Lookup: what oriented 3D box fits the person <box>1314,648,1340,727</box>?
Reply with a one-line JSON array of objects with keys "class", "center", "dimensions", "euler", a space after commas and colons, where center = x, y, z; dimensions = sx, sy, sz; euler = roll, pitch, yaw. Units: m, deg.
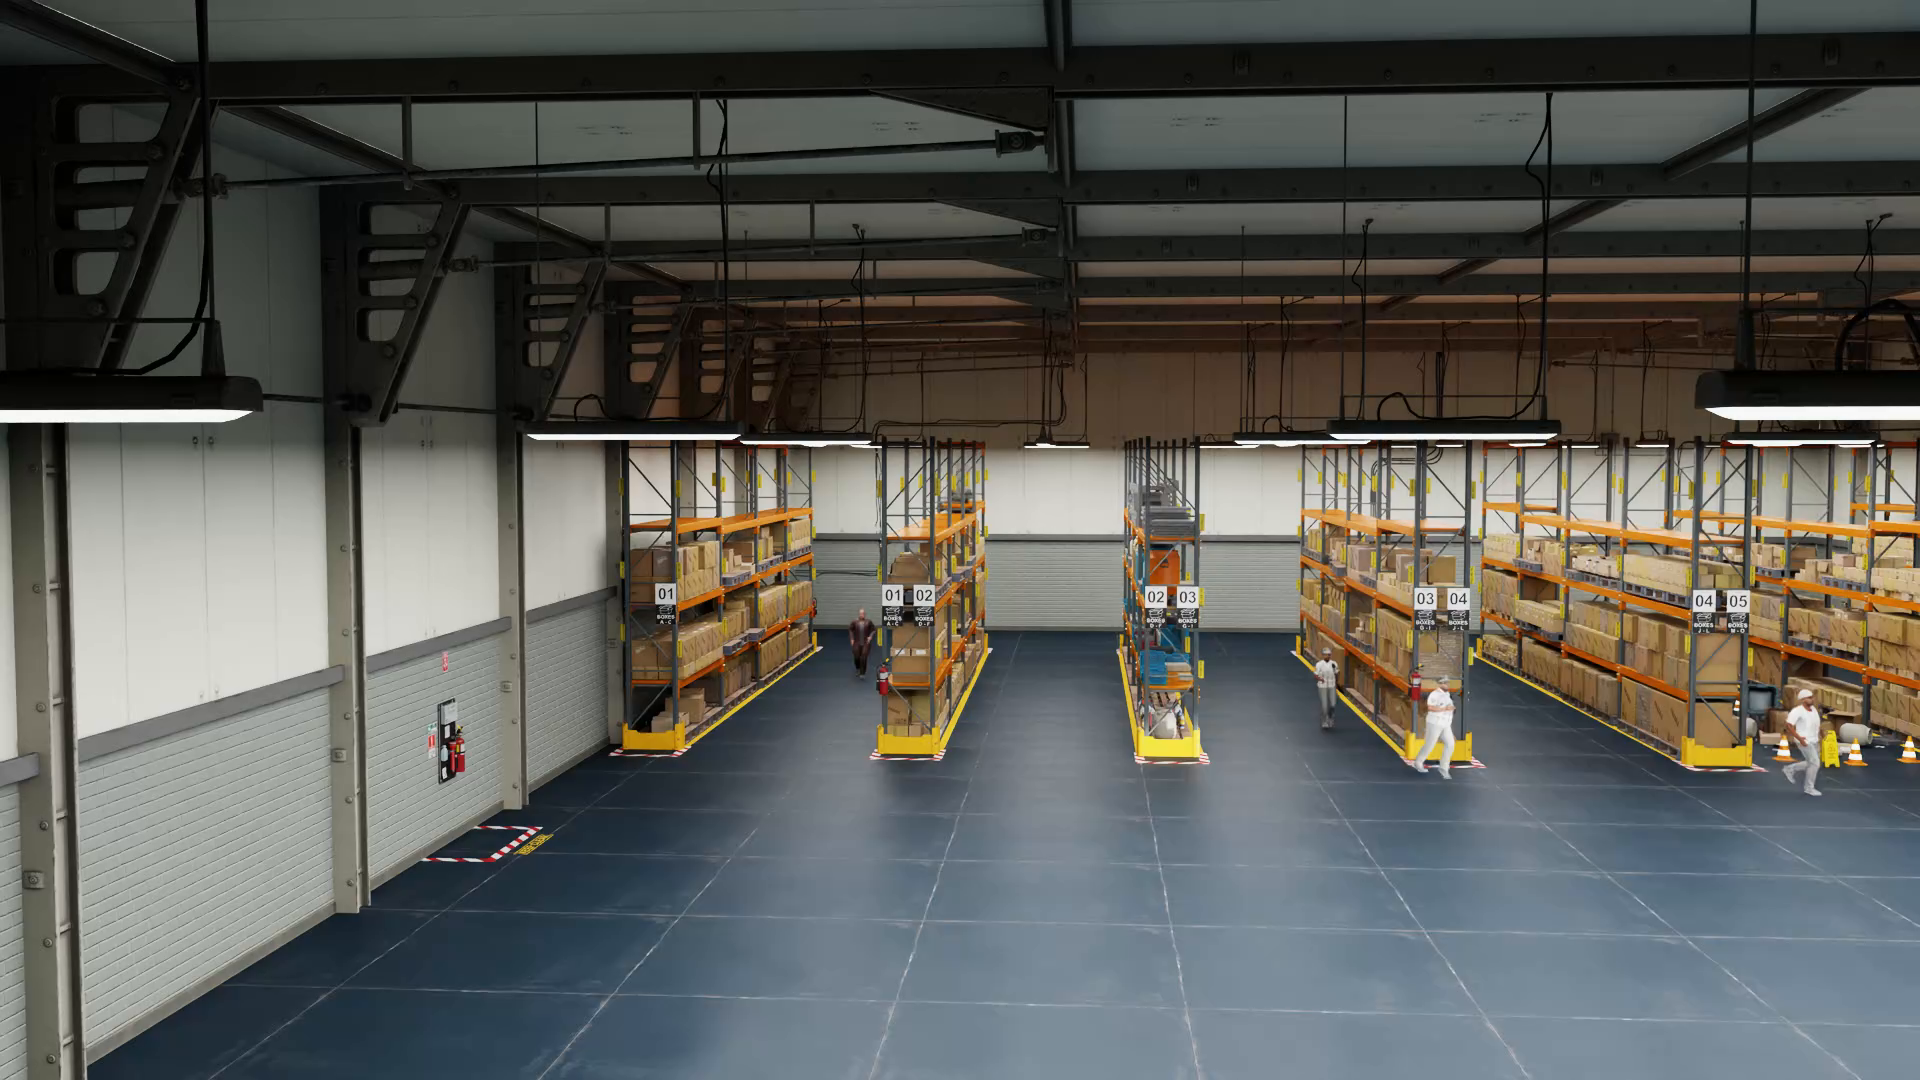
[{"class": "person", "center": [7.590, 3.046, 34.292], "dimensions": [0.564, 1.658, 0.558], "euler": [0, 3, 4]}]

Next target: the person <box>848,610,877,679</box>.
[{"class": "person", "center": [-2.449, 2.621, 41.690], "dimensions": [0.722, 1.746, 0.628], "euler": [0, 3, -1]}]

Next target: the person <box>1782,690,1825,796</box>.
[{"class": "person", "center": [14.142, 3.370, 27.869], "dimensions": [0.692, 1.748, 0.700], "euler": [-2, 4, -33]}]

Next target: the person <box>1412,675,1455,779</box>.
[{"class": "person", "center": [8.432, 3.285, 29.309], "dimensions": [0.659, 1.858, 0.774], "euler": [-2, 4, -37]}]
